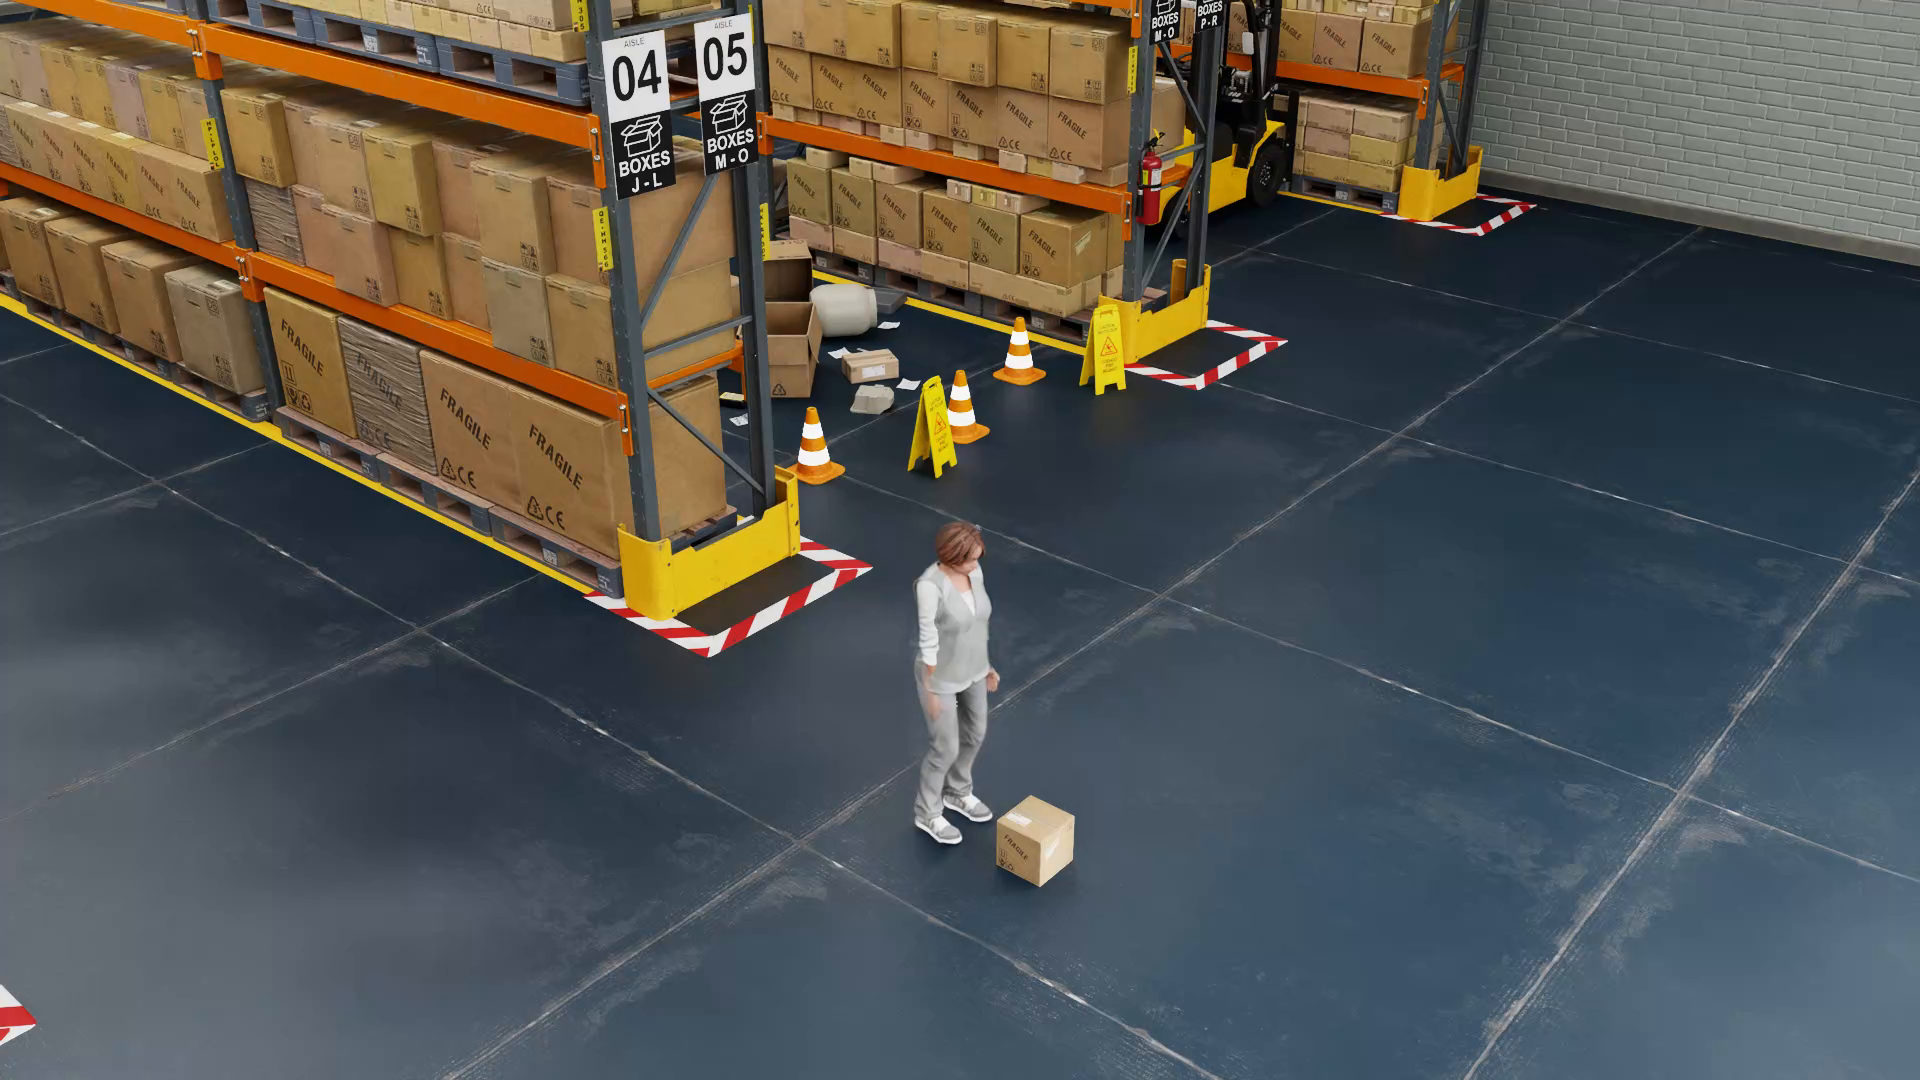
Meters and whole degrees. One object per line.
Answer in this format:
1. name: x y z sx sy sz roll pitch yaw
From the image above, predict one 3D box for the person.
1. person: -0.024 0.619 7.482 0.300 1.576 0.409 22 35 35
